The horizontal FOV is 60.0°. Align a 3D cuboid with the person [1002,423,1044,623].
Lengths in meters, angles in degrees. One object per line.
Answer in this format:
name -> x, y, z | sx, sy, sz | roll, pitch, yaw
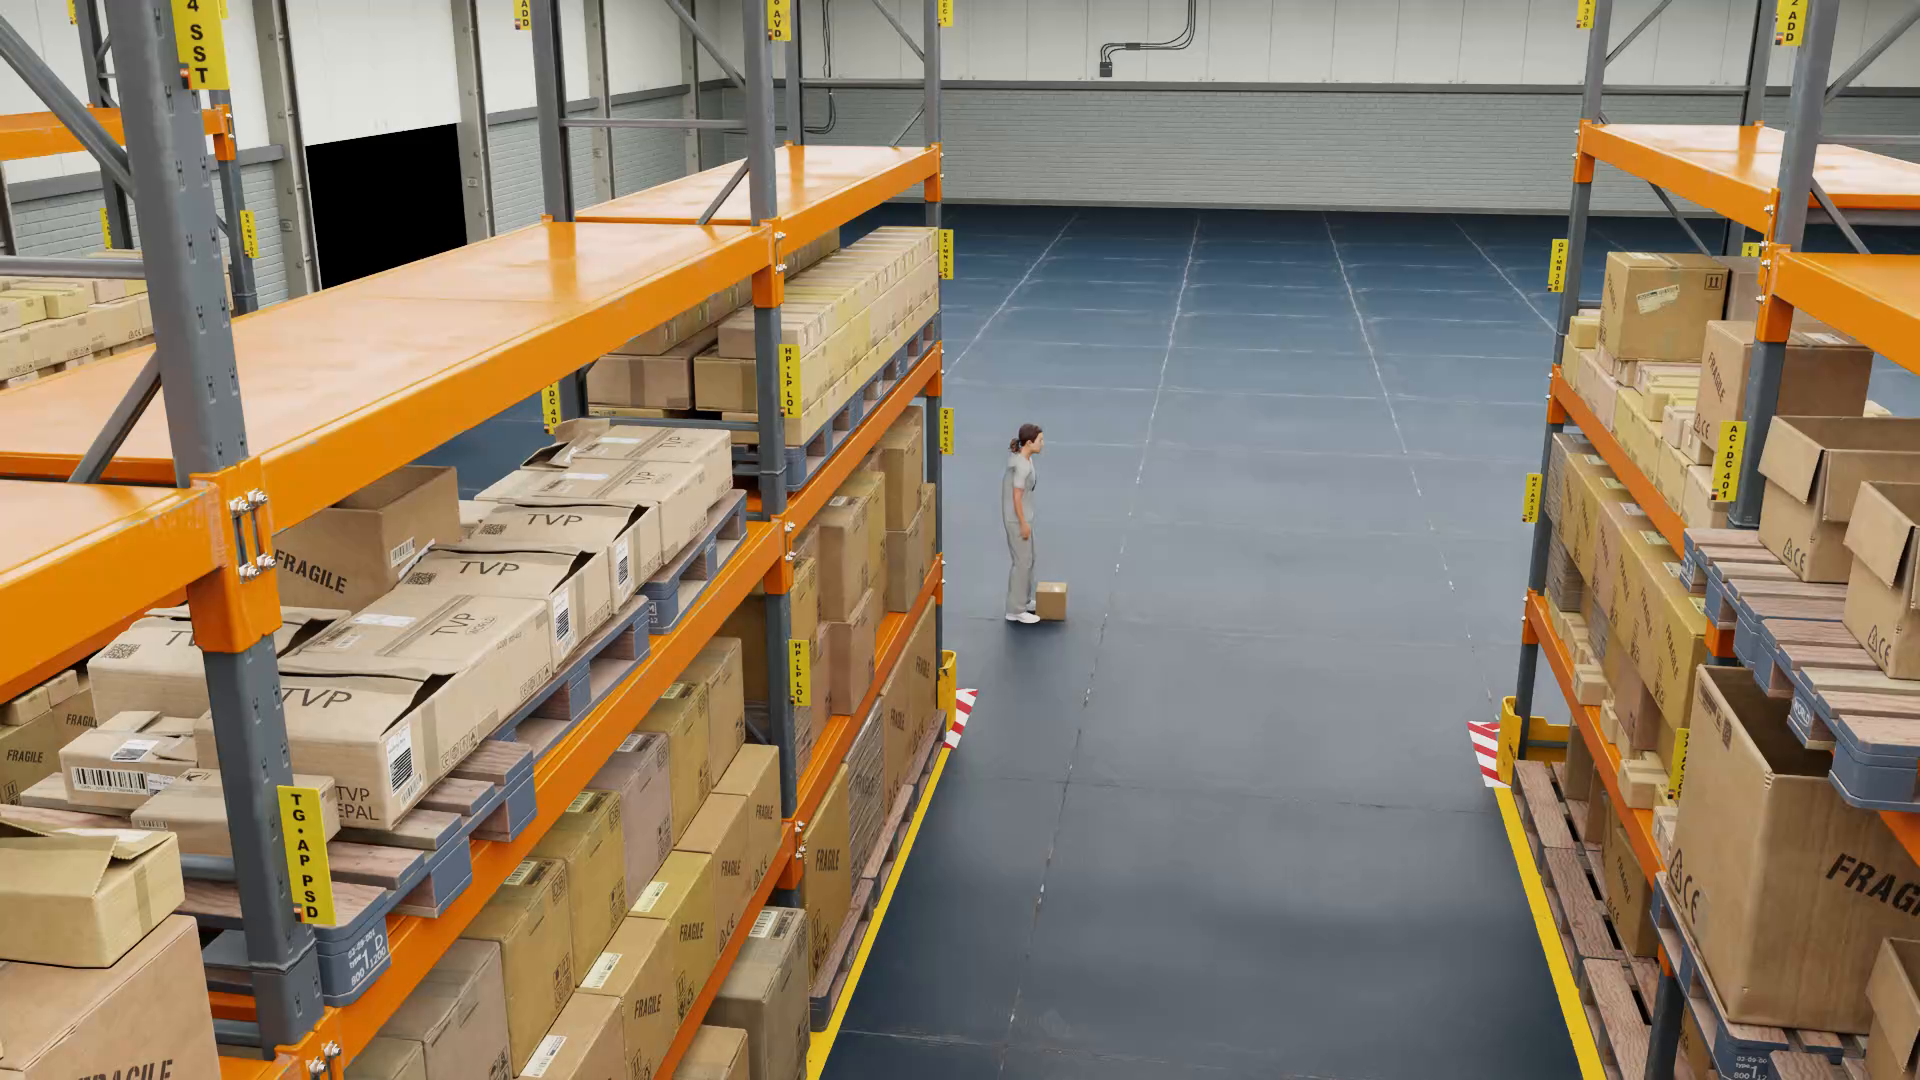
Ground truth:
person -> 0.535, -0.165, 14.013 | 0.369, 1.671, 0.512 | 2, 18, 5
